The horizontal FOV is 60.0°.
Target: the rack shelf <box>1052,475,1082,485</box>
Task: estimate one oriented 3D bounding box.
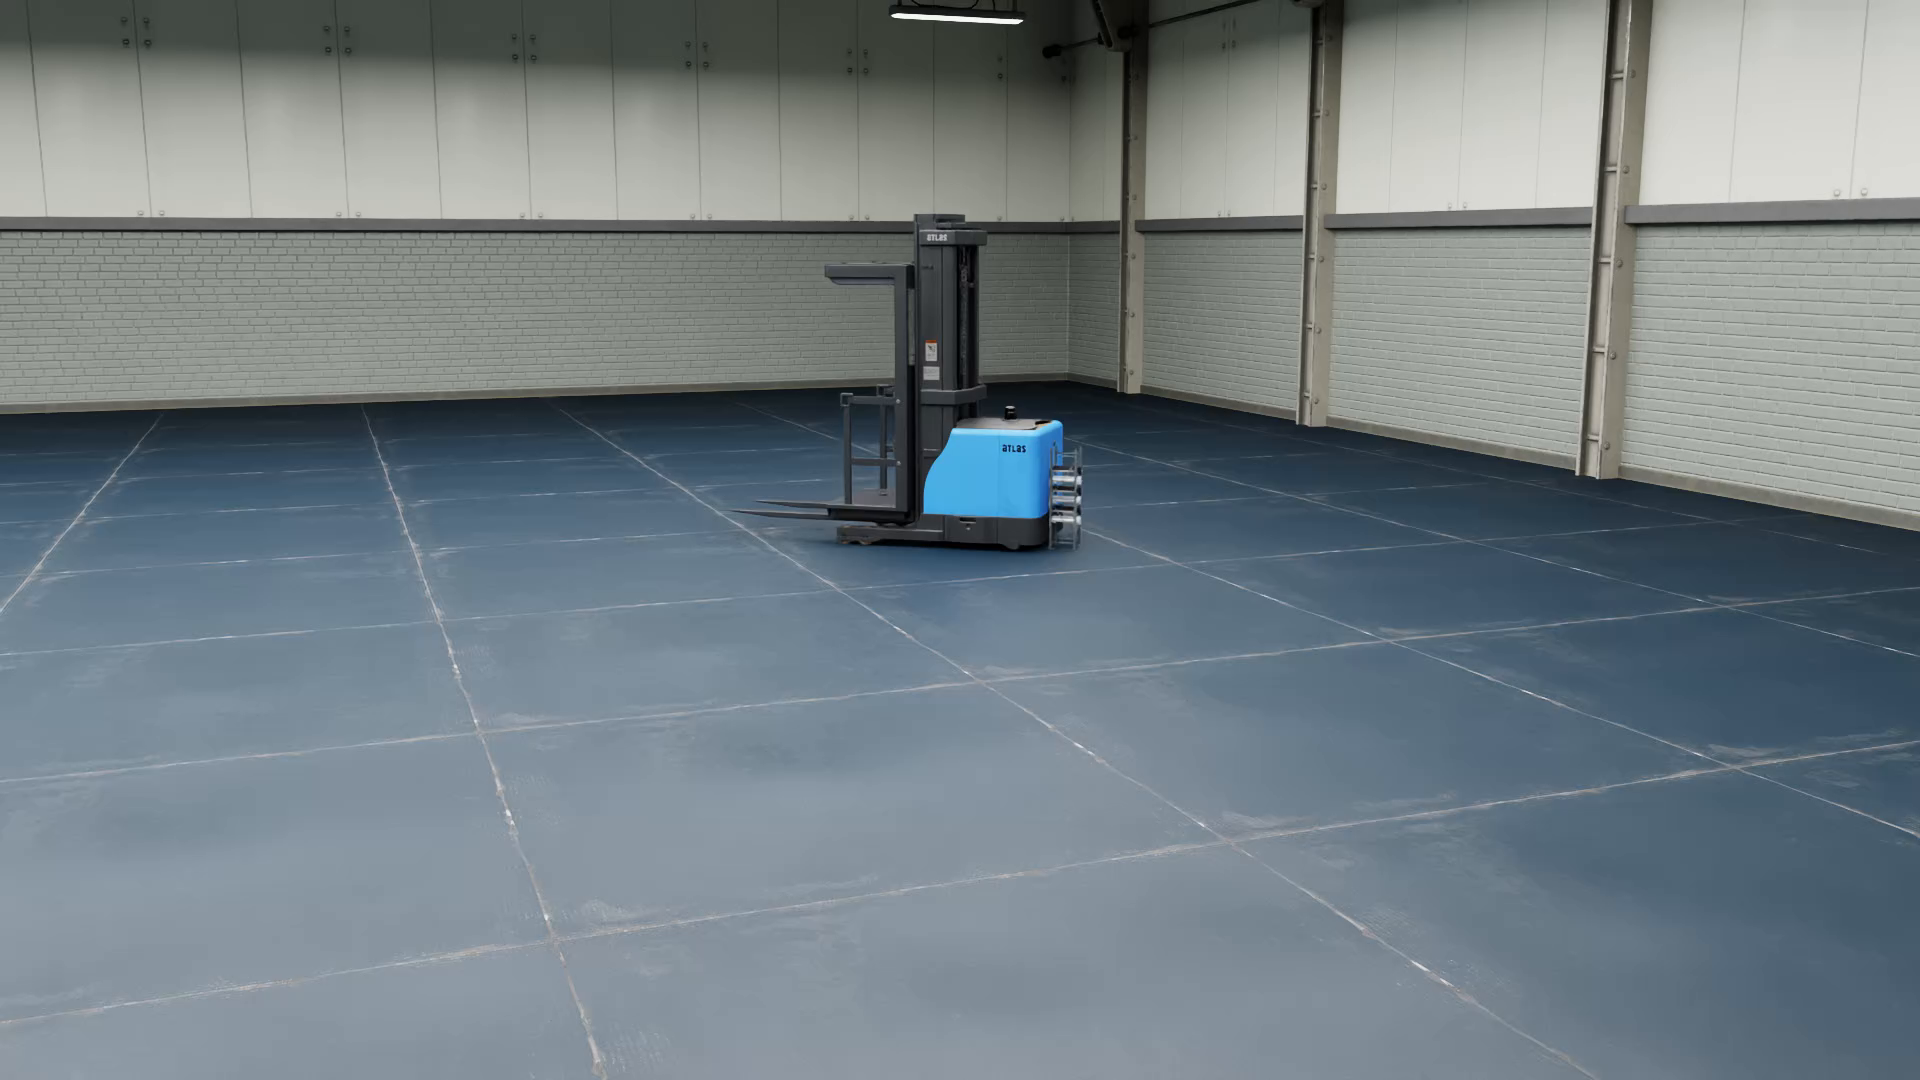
[{"bbox_3d":[0.938,-0.520,14.765,0.258,0.077,0.200,3,11,16],"label":"rack shelf"}]

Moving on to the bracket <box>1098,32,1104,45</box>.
[{"bbox_3d":[2.621,-8.951,29.597,0.235,0.232,0.430,-4,11,-21],"label":"bracket"}]

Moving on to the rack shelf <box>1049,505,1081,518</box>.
[{"bbox_3d":[0.938,-0.254,14.813,0.258,0.077,0.200,3,11,16],"label":"rack shelf"}]

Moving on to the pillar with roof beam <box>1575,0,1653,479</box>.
[{"bbox_3d":[3.439,-4.902,17.111,9.100,9.000,0.400,-4,11,-21],"label":"pillar with roof beam"}]

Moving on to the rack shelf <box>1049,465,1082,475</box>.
[{"bbox_3d":[0.938,-0.609,14.750,0.258,0.077,0.200,3,11,16],"label":"rack shelf"}]

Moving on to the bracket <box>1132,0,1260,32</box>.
[{"bbox_3d":[3.856,-8.395,26.472,0.076,0.066,4.783,-4,11,-21],"label":"bracket"}]

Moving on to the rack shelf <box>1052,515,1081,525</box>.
[{"bbox_3d":[0.938,-0.166,14.829,0.258,0.077,0.200,3,11,16],"label":"rack shelf"}]

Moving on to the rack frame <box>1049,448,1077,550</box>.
[{"bbox_3d":[0.910,-0.359,14.695,0.240,0.900,0.006,3,11,16],"label":"rack frame"}]

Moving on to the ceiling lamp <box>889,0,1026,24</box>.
[{"bbox_3d":[-0.121,-9.062,23.832,2.000,3.185,0.800,-4,11,-21],"label":"ceiling lamp"}]

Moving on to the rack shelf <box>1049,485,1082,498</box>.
[{"bbox_3d":[0.938,-0.432,14.781,0.258,0.077,0.200,3,11,16],"label":"rack shelf"}]

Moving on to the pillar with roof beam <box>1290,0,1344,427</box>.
[{"bbox_3d":[1.264,-5.881,22.617,9.100,9.000,0.548,-4,11,-21],"label":"pillar with roof beam"}]

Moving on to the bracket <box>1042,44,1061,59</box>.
[{"bbox_3d":[1.762,-9.338,31.772,0.235,0.232,0.430,-4,11,-21],"label":"bracket"}]

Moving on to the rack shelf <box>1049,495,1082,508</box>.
[{"bbox_3d":[0.938,-0.343,14.797,0.258,0.077,0.200,3,11,16],"label":"rack shelf"}]

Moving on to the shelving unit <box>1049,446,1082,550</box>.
[{"bbox_3d":[0.938,-0.376,14.791,0.258,0.900,0.210,3,11,16],"label":"shelving unit"}]

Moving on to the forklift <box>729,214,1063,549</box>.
[{"bbox_3d":[-0.617,-1.483,15.215,3.031,2.935,1.130,3,10,16],"label":"forklift"}]

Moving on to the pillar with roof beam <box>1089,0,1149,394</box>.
[{"bbox_3d":[-0.910,-6.860,28.123,9.100,9.000,0.548,-4,11,-21],"label":"pillar with roof beam"}]

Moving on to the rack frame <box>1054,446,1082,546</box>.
[{"bbox_3d":[0.966,-0.393,14.888,0.240,0.900,0.006,3,11,16],"label":"rack frame"}]

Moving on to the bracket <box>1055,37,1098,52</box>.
[{"bbox_3d":[1.976,-9.241,31.230,0.076,0.066,3.189,-4,11,-21],"label":"bracket"}]

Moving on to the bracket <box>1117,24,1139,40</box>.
[{"bbox_3d":[2.922,-8.816,28.836,0.235,0.232,0.430,-4,11,-21],"label":"bracket"}]
